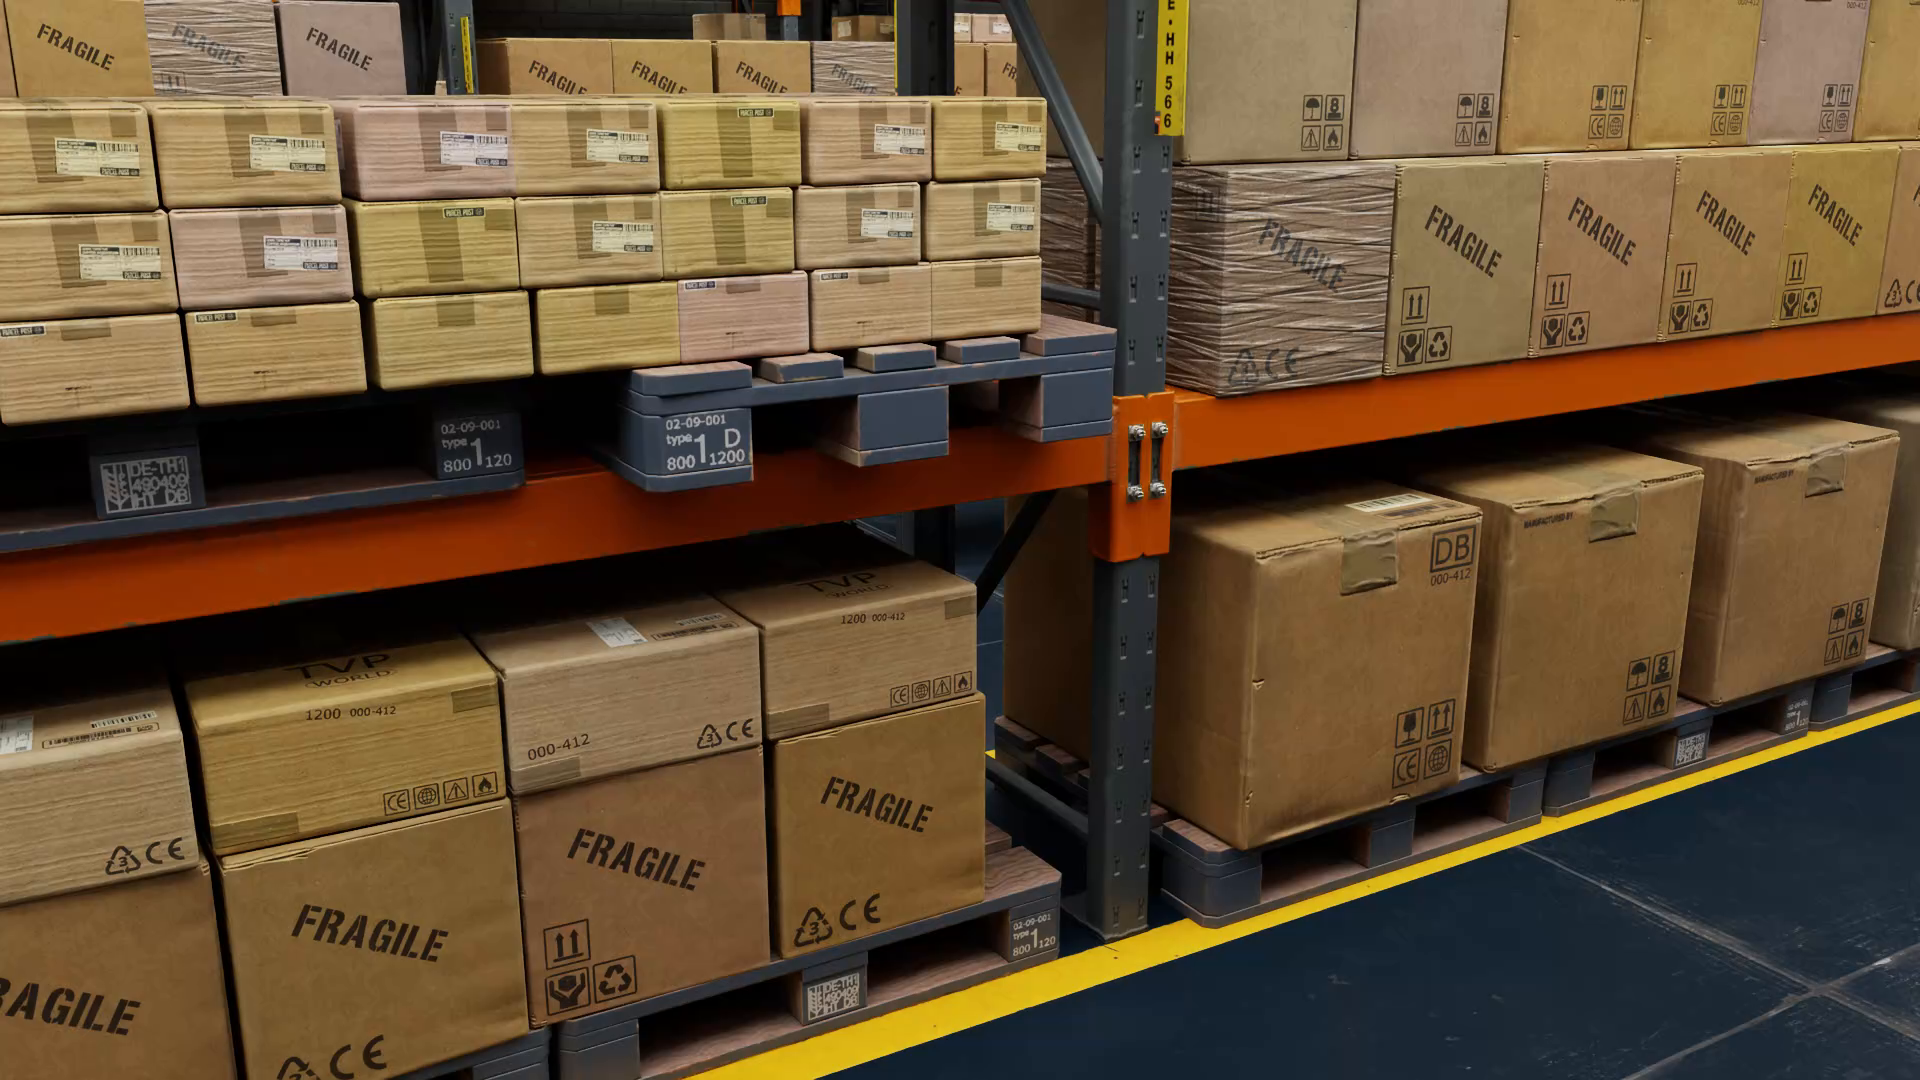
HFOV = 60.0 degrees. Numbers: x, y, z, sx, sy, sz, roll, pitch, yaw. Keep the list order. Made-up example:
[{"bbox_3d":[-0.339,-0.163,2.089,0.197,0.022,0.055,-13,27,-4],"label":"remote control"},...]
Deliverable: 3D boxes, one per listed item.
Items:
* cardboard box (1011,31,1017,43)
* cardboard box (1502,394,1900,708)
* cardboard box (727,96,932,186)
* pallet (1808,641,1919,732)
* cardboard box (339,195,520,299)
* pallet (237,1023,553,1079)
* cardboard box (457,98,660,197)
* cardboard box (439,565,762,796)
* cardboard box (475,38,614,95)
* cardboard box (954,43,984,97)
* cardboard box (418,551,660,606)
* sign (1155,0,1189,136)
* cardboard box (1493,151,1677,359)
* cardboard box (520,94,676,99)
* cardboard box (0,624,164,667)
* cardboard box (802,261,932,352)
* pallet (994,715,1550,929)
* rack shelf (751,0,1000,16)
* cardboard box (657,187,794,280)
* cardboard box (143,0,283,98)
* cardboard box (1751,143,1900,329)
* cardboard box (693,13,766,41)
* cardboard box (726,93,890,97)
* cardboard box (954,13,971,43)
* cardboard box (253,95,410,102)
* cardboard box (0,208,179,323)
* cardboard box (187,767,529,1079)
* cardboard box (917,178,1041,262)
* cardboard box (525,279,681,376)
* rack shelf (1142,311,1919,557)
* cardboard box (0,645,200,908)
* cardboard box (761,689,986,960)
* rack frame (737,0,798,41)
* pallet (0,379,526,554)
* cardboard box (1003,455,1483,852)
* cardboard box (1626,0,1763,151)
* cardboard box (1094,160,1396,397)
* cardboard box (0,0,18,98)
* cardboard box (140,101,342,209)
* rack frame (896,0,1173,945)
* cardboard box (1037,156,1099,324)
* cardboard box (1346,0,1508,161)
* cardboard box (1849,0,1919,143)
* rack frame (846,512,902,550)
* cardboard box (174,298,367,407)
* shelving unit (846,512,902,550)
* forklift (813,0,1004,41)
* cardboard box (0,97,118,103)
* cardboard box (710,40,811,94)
[{"bbox_3d":[0.353,-3.013,9.884,0.250,0.149,0.380,-9,18,-30],"label":"cardboard box"},{"bbox_3d":[2.260,-0.038,5.377,0.750,0.750,1.050,-9,18,-30],"label":"cardboard box"},{"bbox_3d":[-0.255,-0.762,3.157,0.250,0.149,0.380,-9,18,-30],"label":"cardboard box"},{"bbox_3d":[2.952,0.308,5.919,1.213,0.211,1.003,-9,18,-30],"label":"pallet"},{"bbox_3d":[-0.925,-0.510,2.809,0.250,0.149,0.380,-9,18,-30],"label":"cardboard box"},{"bbox_3d":[-1.570,1.016,3.393,1.213,0.211,1.003,-9,18,-30],"label":"pallet"},{"bbox_3d":[-0.707,-0.688,2.892,0.250,0.149,0.380,-9,18,-28],"label":"cardboard box"},{"bbox_3d":[-0.733,0.266,3.369,0.500,0.250,0.500,-9,18,-29],"label":"cardboard box"},{"bbox_3d":[-1.986,-2.137,7.961,0.500,0.500,0.500,-10,18,-31],"label":"cardboard box"},{"bbox_3d":[-0.209,-2.427,8.997,0.500,0.500,0.500,-9,18,-28],"label":"cardboard box"},{"bbox_3d":[-1.005,0.148,3.790,0.500,0.250,0.500,-9,18,-30],"label":"cardboard box"},{"bbox_3d":[0.433,-0.998,3.415,0.005,0.325,0.100,-9,18,-30],"label":"sign"},{"bbox_3d":[1.536,-0.793,4.495,0.500,0.500,0.500,-9,18,-30],"label":"cardboard box"},{"bbox_3d":[-0.792,-0.880,3.578,0.250,0.149,0.380,-9,18,-30],"label":"cardboard box"},{"bbox_3d":[-1.882,0.286,3.296,0.500,0.250,0.500,-10,19,-32],"label":"cardboard box"},{"bbox_3d":[-0.254,-0.475,3.236,0.250,0.149,0.380,-9,18,-30],"label":"cardboard box"},{"bbox_3d":[0.860,0.647,4.709,1.213,0.211,1.003,-9,18,-30],"label":"pallet"},{"bbox_3d":[0.093,-4.814,14.802,4.000,0.370,1.077,-9,18,-30],"label":"rack shelf"},{"bbox_3d":[-0.496,-0.579,3.054,0.250,0.149,0.380,-9,18,-28],"label":"cardboard box"},{"bbox_3d":[-3.235,-2.058,7.158,0.500,0.500,0.500,-9,18,-29],"label":"cardboard box"},{"bbox_3d":[2.398,-0.932,4.994,0.500,0.500,0.500,-9,18,-29],"label":"cardboard box"},{"bbox_3d":[-1.233,-2.733,8.886,0.250,0.149,0.380,-10,19,-32],"label":"cardboard box"},{"bbox_3d":[-0.354,-0.951,3.830,0.250,0.149,0.380,-9,18,-30],"label":"cardboard box"},{"bbox_3d":[-0.148,-2.738,8.902,0.250,0.149,0.380,-10,19,-32],"label":"cardboard box"},{"bbox_3d":[-1.250,-0.806,3.312,0.250,0.149,0.380,-8,18,-27],"label":"cardboard box"},{"bbox_3d":[-1.369,-0.438,2.551,0.250,0.149,0.380,-10,18,-31],"label":"cardboard box"},{"bbox_3d":[-1.176,0.699,3.213,0.500,0.500,0.500,-10,19,-32],"label":"cardboard box"},{"bbox_3d":[-0.044,-0.654,3.320,0.250,0.149,0.380,-9,18,-29],"label":"cardboard box"},{"bbox_3d":[-0.690,-0.406,2.987,0.250,0.149,0.380,-9,18,-30],"label":"cardboard box"},{"bbox_3d":[1.860,-0.535,5.093,4.000,0.370,1.077,-9,18,-30],"label":"rack shelf"},{"bbox_3d":[-1.619,0.407,2.864,0.500,0.250,0.500,-8,18,-28],"label":"cardboard box"},{"bbox_3d":[-0.284,0.550,3.743,0.500,0.500,0.500,-9,18,-30],"label":"cardboard box"},{"bbox_3d":[-1.621,-3.438,14.118,0.127,3.000,1.000,-9,18,-30],"label":"rack frame"},{"bbox_3d":[-1.530,-0.226,3.015,1.213,0.211,1.003,-9,18,-30],"label":"pallet"},{"bbox_3d":[0.714,0.214,4.479,0.750,0.750,1.050,-9,18,-30],"label":"cardboard box"},{"bbox_3d":[1.845,-1.406,4.832,0.500,0.500,0.700,-9,18,-30],"label":"cardboard box"},{"bbox_3d":[0.669,-0.651,3.990,0.500,0.500,0.500,-9,18,-29],"label":"cardboard box"},{"bbox_3d":[-4.101,-1.922,6.672,0.500,0.500,0.500,-10,18,-31],"label":"cardboard box"},{"bbox_3d":[-1.148,-0.617,2.640,0.250,0.149,0.380,-8,18,-27],"label":"cardboard box"},{"bbox_3d":[0.145,-0.603,4.004,0.127,3.000,1.000,-9,18,-30],"label":"rack frame"},{"bbox_3d":[0.393,-0.776,4.436,0.500,0.500,0.500,-9,18,-30],"label":"cardboard box"},{"bbox_3d":[0.968,-1.263,4.322,0.500,0.500,0.700,-10,18,-31],"label":"cardboard box"},{"bbox_3d":[2.712,-1.546,5.331,0.500,0.500,0.700,-10,18,-31],"label":"cardboard box"},{"bbox_3d":[-0.363,-0.663,6.998,0.032,1.500,0.500,-9,18,-30],"label":"rack frame"},{"bbox_3d":[-1.143,-0.332,2.726,0.250,0.149,0.380,-9,18,-28],"label":"cardboard box"},{"bbox_3d":[0.073,-0.734,7.250,1.048,1.500,0.538,-9,18,-30],"label":"shelving unit"},{"bbox_3d":[-0.303,-2.943,12.479,1.130,2.935,3.031,11,19,35],"label":"forklift"},{"bbox_3d":[-1.692,-0.735,3.058,0.250,0.149,0.380,-10,18,-30],"label":"cardboard box"},{"bbox_3d":[-1.091,-2.286,8.495,0.500,0.500,0.500,-9,18,-29],"label":"cardboard box"}]
